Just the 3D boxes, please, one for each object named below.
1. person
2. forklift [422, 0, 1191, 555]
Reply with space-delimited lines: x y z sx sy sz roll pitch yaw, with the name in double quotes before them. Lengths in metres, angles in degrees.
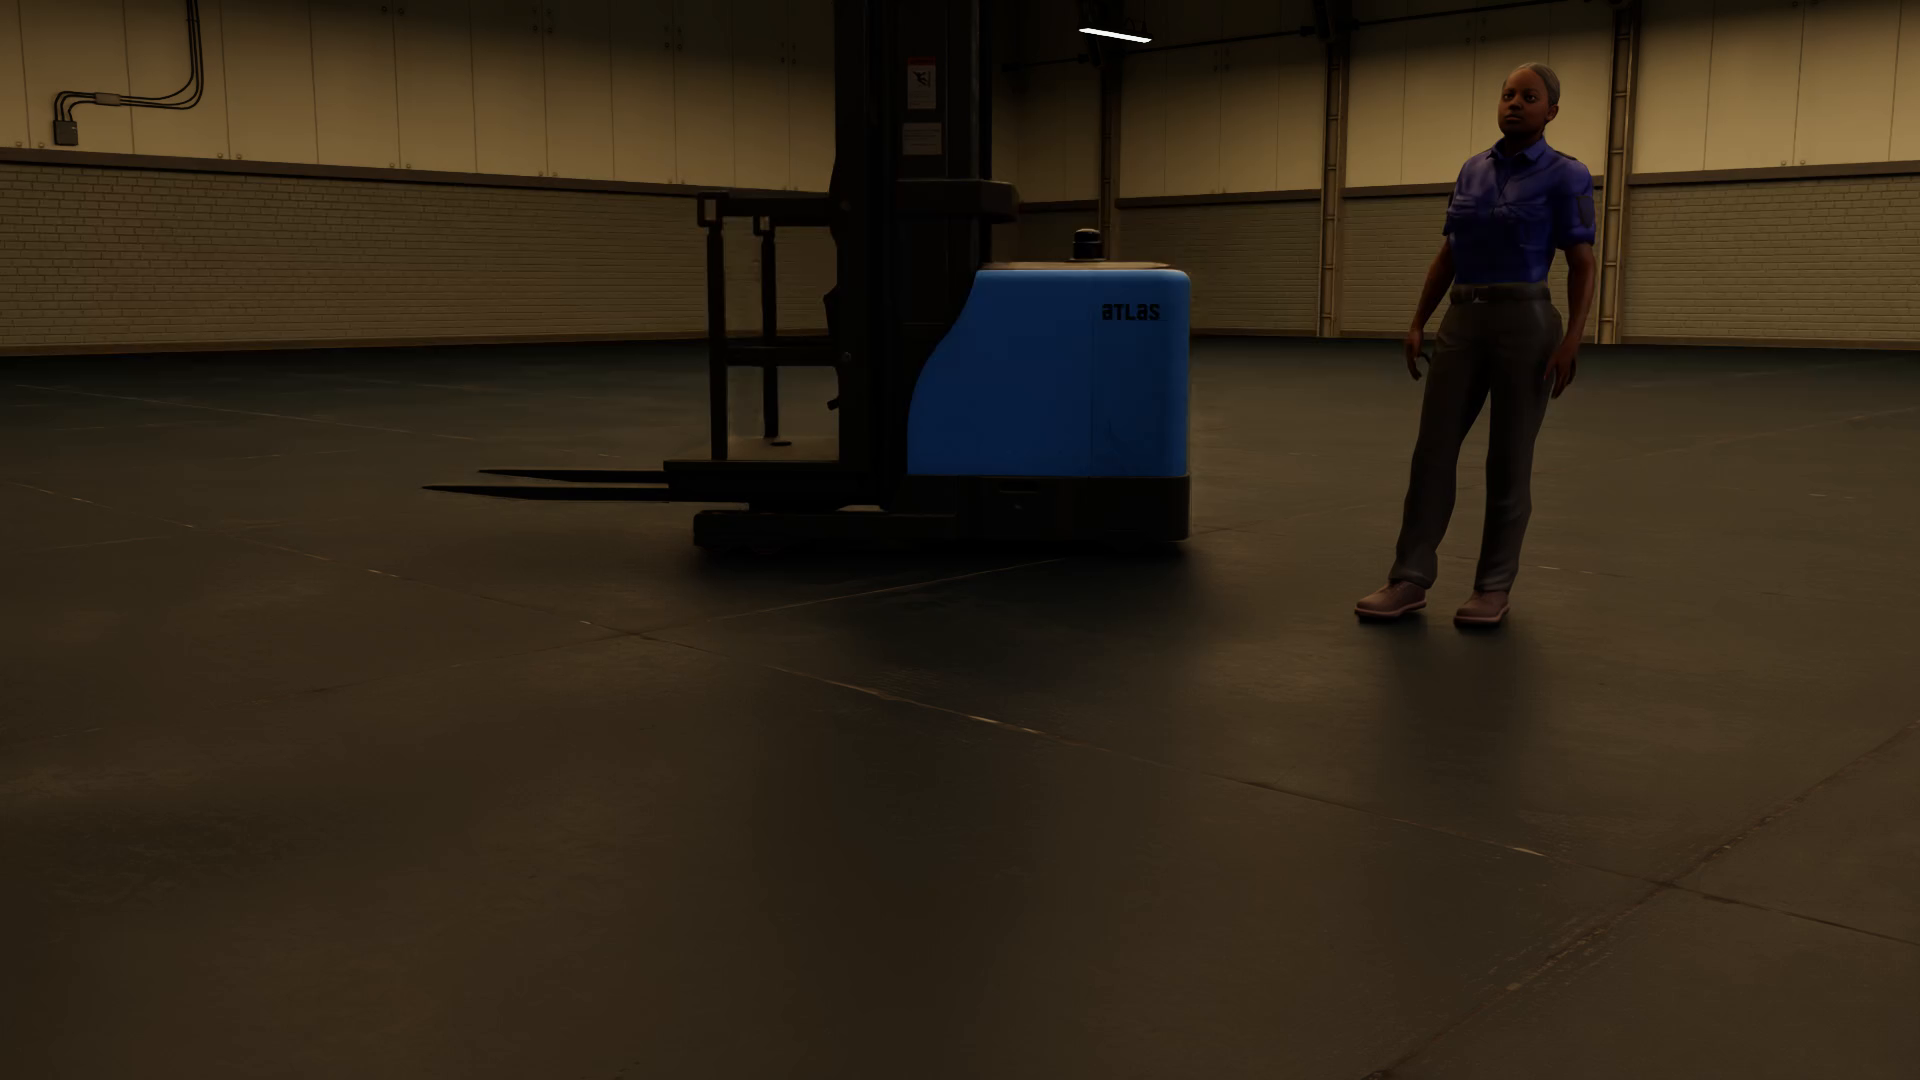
"person" 1.558 -0.578 4.962 0.563 1.656 0.505 8 12 44
"forklift" -0.606 -1.469 6.630 3.031 2.935 1.130 1 9 5
